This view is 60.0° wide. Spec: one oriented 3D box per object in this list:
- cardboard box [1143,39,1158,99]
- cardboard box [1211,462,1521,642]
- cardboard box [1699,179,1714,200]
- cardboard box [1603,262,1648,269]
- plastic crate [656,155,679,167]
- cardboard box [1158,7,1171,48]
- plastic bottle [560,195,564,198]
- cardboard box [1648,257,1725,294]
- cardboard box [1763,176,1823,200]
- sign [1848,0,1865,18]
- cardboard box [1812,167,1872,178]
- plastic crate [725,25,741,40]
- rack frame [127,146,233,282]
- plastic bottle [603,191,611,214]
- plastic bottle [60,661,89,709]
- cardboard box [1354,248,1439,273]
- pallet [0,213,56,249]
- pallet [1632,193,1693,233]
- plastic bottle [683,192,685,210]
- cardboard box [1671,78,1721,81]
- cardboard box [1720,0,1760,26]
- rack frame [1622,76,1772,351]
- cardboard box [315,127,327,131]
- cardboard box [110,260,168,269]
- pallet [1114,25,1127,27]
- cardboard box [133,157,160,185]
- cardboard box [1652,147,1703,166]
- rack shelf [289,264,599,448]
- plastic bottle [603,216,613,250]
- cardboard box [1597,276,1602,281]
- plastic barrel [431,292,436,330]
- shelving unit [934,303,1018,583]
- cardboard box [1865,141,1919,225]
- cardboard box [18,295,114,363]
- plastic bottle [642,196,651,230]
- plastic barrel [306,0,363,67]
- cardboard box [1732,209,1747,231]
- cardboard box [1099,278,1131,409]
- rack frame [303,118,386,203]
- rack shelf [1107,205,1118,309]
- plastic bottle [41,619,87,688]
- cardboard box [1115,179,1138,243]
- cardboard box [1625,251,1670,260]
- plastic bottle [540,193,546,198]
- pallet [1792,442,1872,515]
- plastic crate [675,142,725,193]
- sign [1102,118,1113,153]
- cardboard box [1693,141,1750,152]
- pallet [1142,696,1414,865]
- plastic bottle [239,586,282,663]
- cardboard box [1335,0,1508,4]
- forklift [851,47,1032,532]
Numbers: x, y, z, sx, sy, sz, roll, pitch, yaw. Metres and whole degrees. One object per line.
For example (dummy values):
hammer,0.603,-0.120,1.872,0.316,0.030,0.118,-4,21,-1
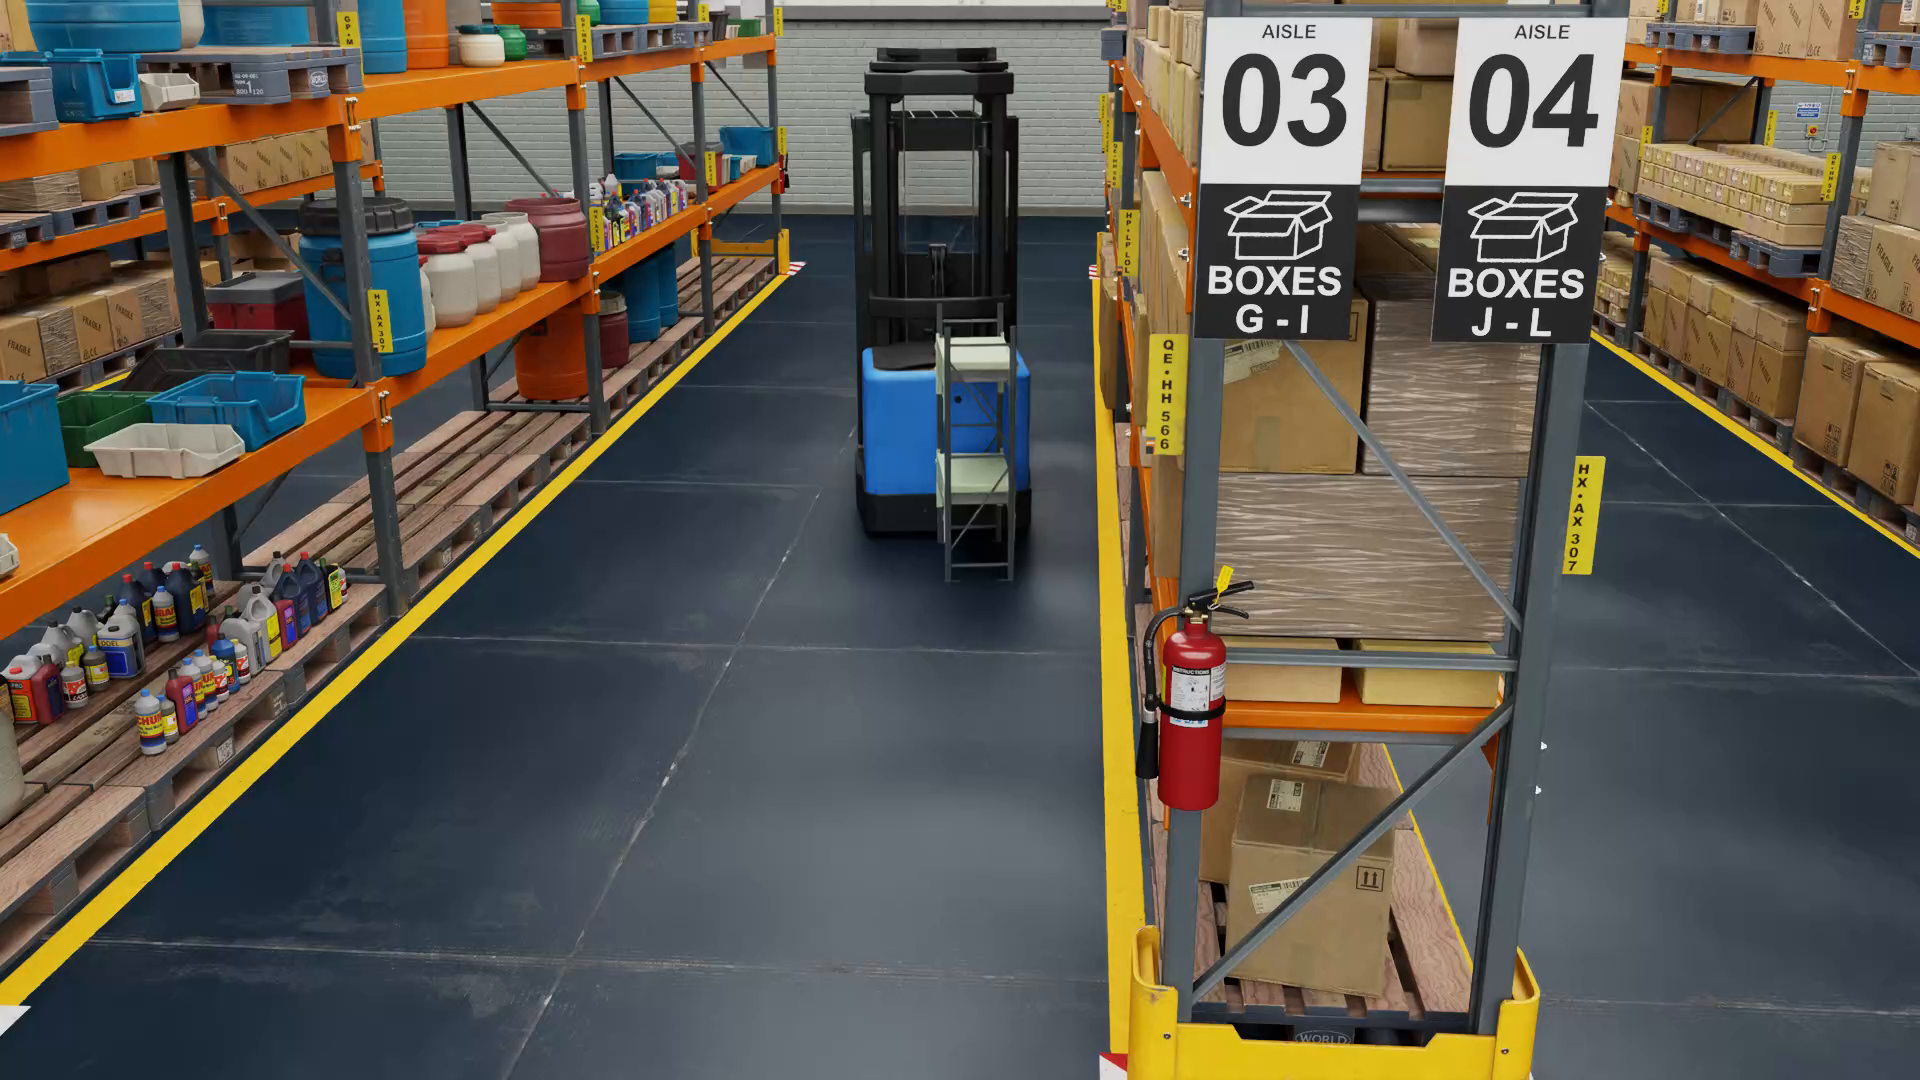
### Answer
cardboard box,1.099,-2.127,7.521,0.500,0.250,0.500,1,18,2
cardboard box,1.167,-0.024,5.040,0.875,0.500,0.500,1,18,4
cardboard box,6.304,-2.873,13.626,0.380,0.149,0.250,1,18,3
cardboard box,6.752,-2.730,16.886,0.380,0.149,0.250,2,18,6
plastic crate,-3.155,-4.122,18.358,0.416,0.233,0.300,1,18,4
cardboard box,0.984,-2.031,6.587,0.380,0.149,0.250,1,18,3
plastic bottle,-3.511,-2.911,14.696,0.097,0.271,0.097,0,18,0
cardboard box,6.584,-2.394,15.048,0.500,0.250,0.500,0,18,1
cardboard box,6.212,-2.611,12.347,0.380,0.149,0.250,1,18,3
sign,6.073,-3.691,11.223,0.100,0.325,0.005,1,18,4
cardboard box,6.916,-2.835,13.032,0.380,0.149,0.250,2,18,6
plastic crate,-2.593,-5.397,17.684,0.437,0.136,0.530,1,18,4
rack frame,-7.920,-3.614,16.635,1.000,3.000,0.127,1,18,4
plastic bottle,-3.293,-3.162,15.575,0.097,0.201,0.097,0,18,0
plastic bottle,-3.964,0.641,7.436,0.097,0.201,0.097,0,18,0
cardboard box,1.454,-0.649,5.341,0.500,0.500,0.500,1,18,4
pallet,-8.228,-2.493,13.521,1.213,0.211,1.003,1,18,4
pallet,6.701,-2.924,14.839,1.003,0.211,1.213,1,18,4
plastic bottle,-2.666,-3.242,15.818,0.097,0.201,0.097,0,18,0
cardboard box,7.265,-4.366,16.685,0.500,0.500,0.500,2,18,5
cardboard box,6.659,-4.447,13.519,0.797,0.503,0.637,1,18,3
rack frame,6.901,-3.250,15.523,1.000,3.000,0.127,1,18,4
cardboard box,-7.459,-4.917,18.844,0.500,0.500,0.500,2,18,5
cardboard box,-8.198,-2.490,16.514,0.500,0.500,0.500,0,18,1
pallet,1.744,-4.034,13.402,1.003,0.211,1.213,2,18,6
cardboard box,-8.177,-3.719,16.121,0.700,0.500,0.500,-5,19,-15
cardboard box,6.400,-3.414,14.798,0.380,0.149,0.250,2,18,5
rack shelf,-3.410,-1.297,10.719,1.077,0.370,4.000,1,18,4
plastic bottle,-2.880,-2.472,13.349,0.152,0.276,0.135,1,18,4
cardboard box,6.729,-2.664,17.162,0.380,0.149,0.250,2,18,5
plastic barrel,-3.305,-1.360,9.977,0.301,0.262,0.301,0,18,0
shelving unit,0.087,-0.583,9.794,0.431,1.500,0.755,-1,18,-4
cardboard box,6.572,-2.391,11.136,0.700,0.500,0.500,1,18,4
cardboard box,-7.816,-1.846,14.548,0.500,0.500,0.500,1,18,3
plastic bottle,-2.745,-2.860,14.523,0.061,0.283,0.133,1,18,4
plastic barrel,-3.686,-3.047,9.283,0.600,0.901,0.600,0,18,0
cardboard box,6.250,-2.485,12.920,0.380,0.149,0.250,1,18,3
cardboard box,1.744,-1.553,13.084,1.225,0.875,0.875,0,18,1
rack frame,-7.633,-4.856,20.427,1.000,3.000,0.127,1,18,4
rack shelf,1.817,-2.429,14.173,1.077,0.370,4.000,1,18,4
plastic bottle,-4.082,0.522,7.561,0.144,0.351,0.185,2,18,6
cardboard box,1.538,-2.672,13.599,0.500,0.500,0.500,1,18,2
cardboard box,7.269,-2.964,17.601,0.380,0.149,0.250,1,18,4
plastic bottle,-3.528,-2.775,14.154,0.144,0.351,0.185,1,18,4
pallet,6.482,-0.439,11.424,1.003,0.211,1.213,1,18,4
plastic crate,-2.665,-3.833,17.104,0.402,0.464,0.583,1,18,4
sign,1.407,-3.853,15.846,0.100,0.325,0.005,1,18,4
cardboard box,7.187,-3.587,15.914,0.500,0.500,0.500,1,18,3
pallet,1.289,1.007,7.010,1.003,0.211,1.213,1,18,4
plastic bottle,-3.349,0.398,7.938,0.144,0.351,0.185,1,18,4
cardboard box,1.476,-1.972,5.365,0.500,0.500,0.500,1,18,4
forklift,-0.179,-1.854,11.375,1.130,2.935,3.031,-1,18,-4
